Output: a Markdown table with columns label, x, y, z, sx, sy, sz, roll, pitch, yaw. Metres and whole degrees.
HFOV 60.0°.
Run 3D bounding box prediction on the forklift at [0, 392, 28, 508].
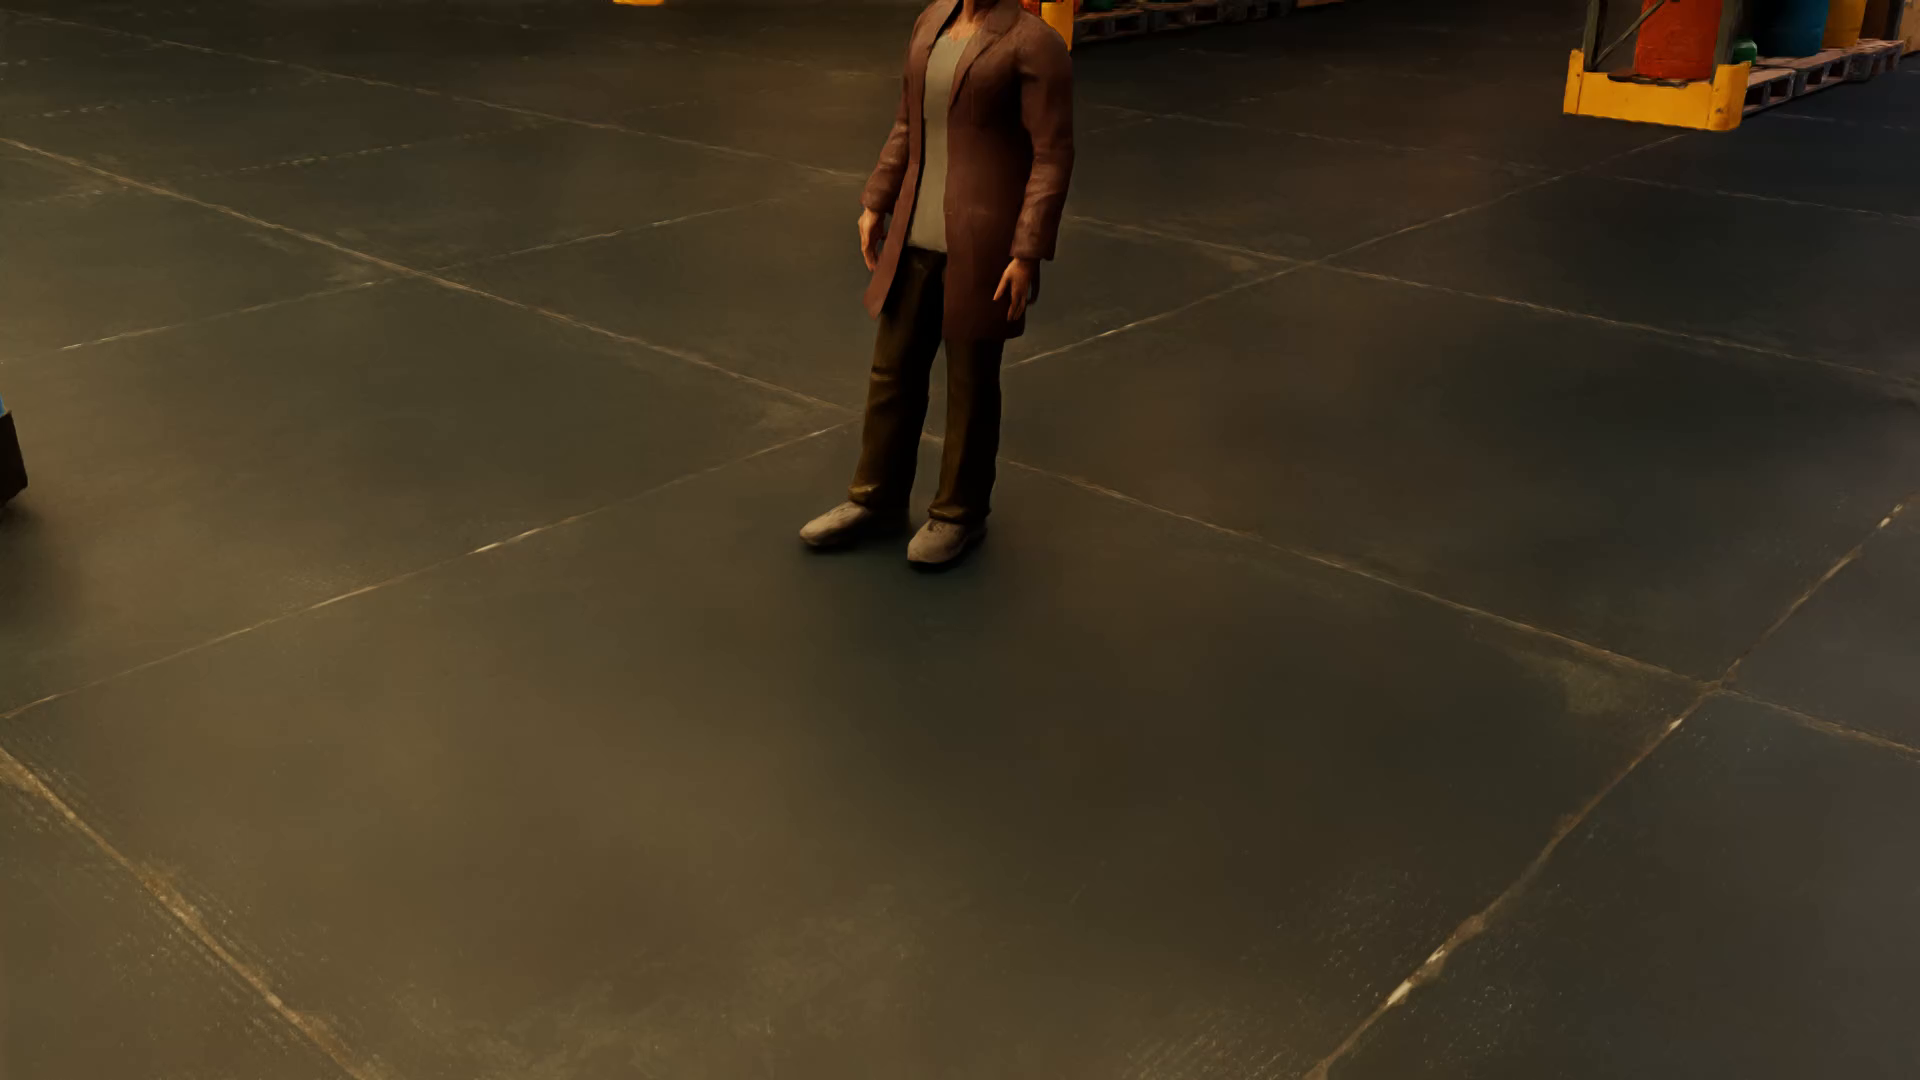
| label | x | y | z | sx | sy | sz | roll | pitch | yaw |
| --- | --- | --- | --- | --- | --- | --- | --- | --- | --- |
| forklift | -4.389 | -1.230 | 4.133 | 3.031 | 2.935 | 1.130 | -2 | 24 | -4 |

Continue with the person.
| label | x | y | z | sx | sy | sz | roll | pitch | yaw |
| --- | --- | --- | --- | --- | --- | --- | --- | --- | --- |
| person | -0.065 | -0.795 | 4.558 | 0.694 | 1.776 | 0.580 | 20 | 31 | 38 |
